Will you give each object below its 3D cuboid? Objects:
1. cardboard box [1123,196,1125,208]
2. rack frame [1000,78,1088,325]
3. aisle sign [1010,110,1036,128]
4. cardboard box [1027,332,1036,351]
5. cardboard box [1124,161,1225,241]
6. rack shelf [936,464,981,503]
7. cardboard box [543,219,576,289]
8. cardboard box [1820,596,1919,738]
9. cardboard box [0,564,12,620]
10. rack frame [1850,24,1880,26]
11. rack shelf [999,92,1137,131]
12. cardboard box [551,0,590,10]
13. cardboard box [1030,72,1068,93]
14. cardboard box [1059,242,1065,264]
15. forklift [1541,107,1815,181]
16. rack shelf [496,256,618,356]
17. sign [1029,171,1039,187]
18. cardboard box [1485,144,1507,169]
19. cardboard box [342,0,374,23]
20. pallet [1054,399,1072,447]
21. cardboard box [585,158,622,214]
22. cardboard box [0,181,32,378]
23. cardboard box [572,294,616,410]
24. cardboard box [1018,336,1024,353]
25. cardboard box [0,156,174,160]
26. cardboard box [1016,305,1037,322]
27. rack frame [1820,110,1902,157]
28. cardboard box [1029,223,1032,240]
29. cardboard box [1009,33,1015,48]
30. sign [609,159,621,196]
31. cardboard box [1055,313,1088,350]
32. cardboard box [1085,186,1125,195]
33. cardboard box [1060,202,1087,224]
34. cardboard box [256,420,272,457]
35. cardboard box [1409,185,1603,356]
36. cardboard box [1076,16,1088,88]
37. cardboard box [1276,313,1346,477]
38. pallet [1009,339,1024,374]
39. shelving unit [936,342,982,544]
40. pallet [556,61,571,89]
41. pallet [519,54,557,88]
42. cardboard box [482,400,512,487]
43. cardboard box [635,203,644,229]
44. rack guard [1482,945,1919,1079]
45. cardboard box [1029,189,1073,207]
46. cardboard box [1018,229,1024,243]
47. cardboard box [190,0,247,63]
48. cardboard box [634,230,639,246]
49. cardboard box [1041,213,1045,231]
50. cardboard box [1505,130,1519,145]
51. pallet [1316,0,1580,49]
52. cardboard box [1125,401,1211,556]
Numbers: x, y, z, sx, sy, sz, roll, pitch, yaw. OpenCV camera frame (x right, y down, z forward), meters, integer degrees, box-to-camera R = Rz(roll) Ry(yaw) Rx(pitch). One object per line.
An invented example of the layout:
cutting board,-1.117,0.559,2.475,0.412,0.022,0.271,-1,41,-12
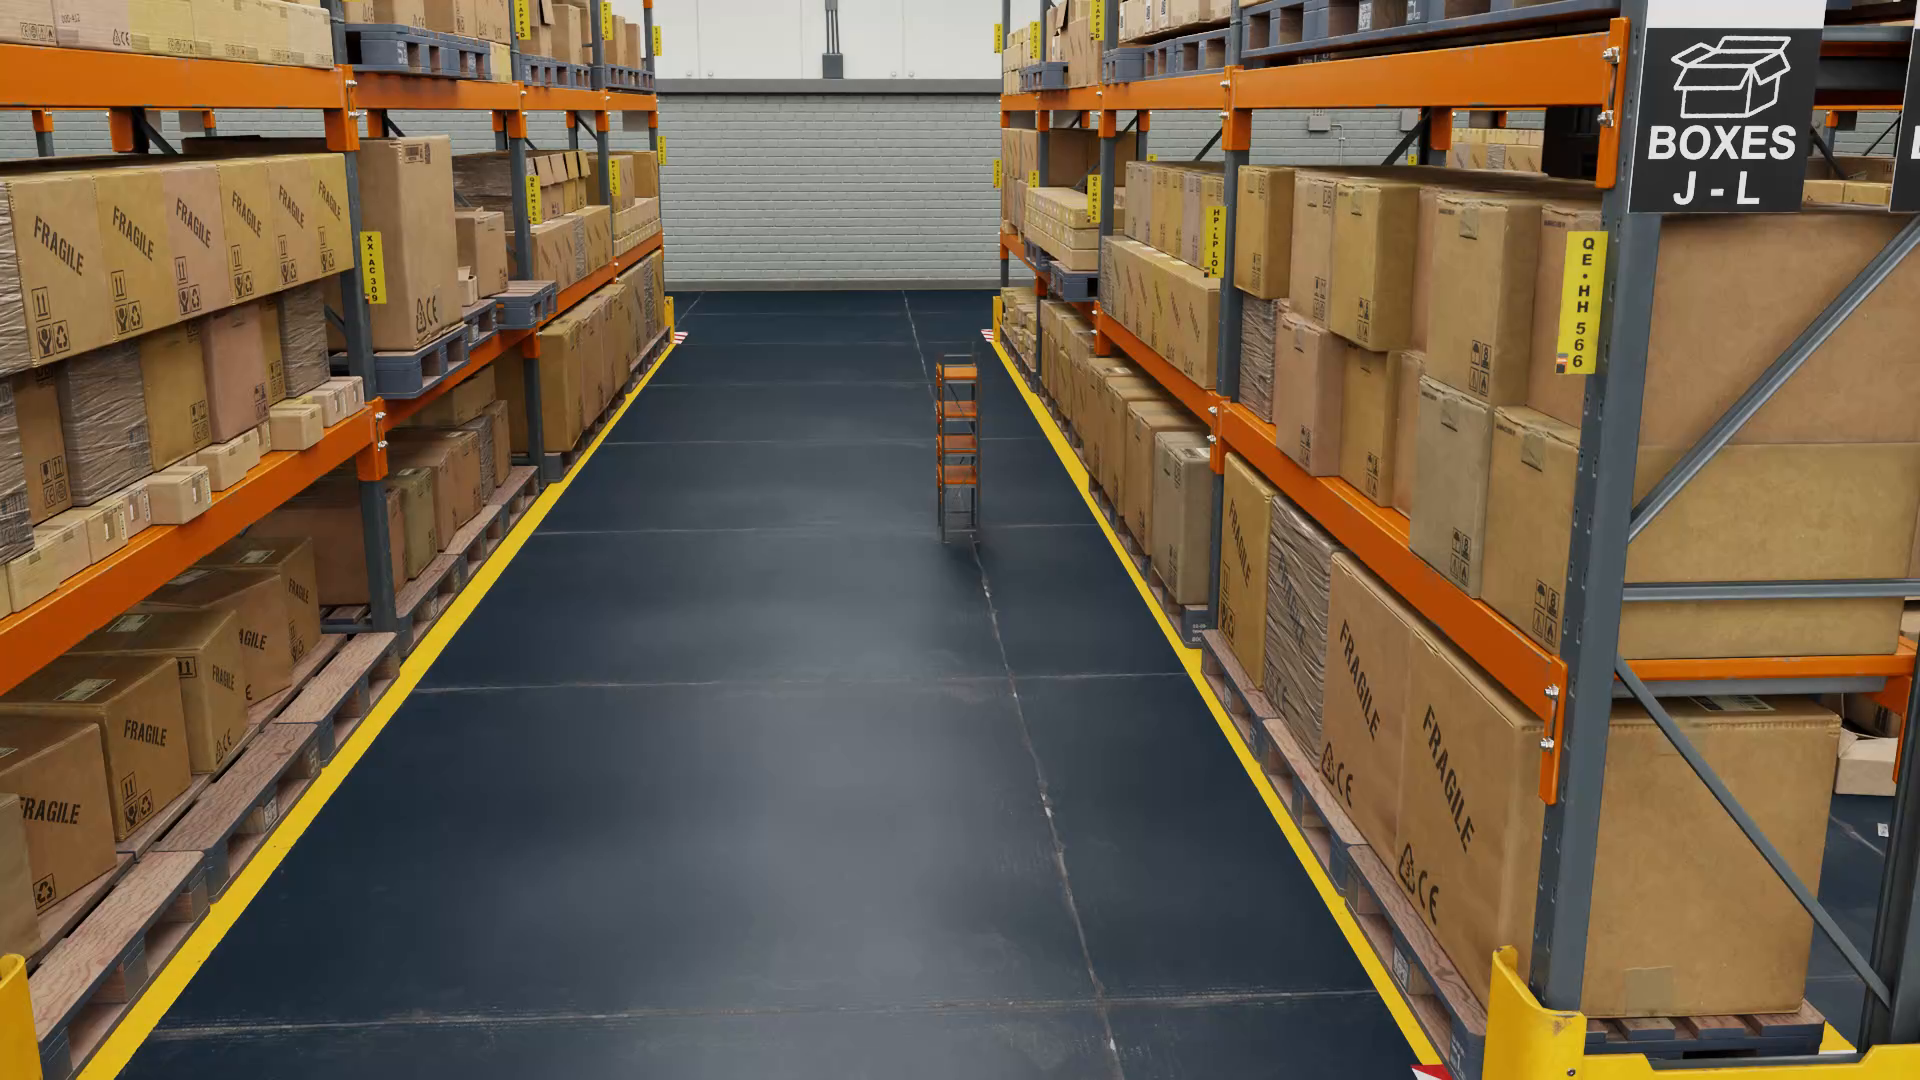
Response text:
cardboard box,1.548,-2.739,13.621,0.380,0.149,0.250,-1,14,-4
rack frame,0.982,-3.852,19.478,1.000,3.000,0.127,-1,14,-3
aisle sign,0.678,-5.125,19.207,0.394,0.787,0.004,-1,14,-3
cardboard box,0.864,-1.965,16.424,0.380,0.149,0.250,-2,15,-6
cardboard box,1.496,-2.283,11.174,0.700,0.500,0.500,-1,14,-4
rack shelf,-0.010,-0.365,10.603,0.258,0.148,0.480,-1,14,-3
cardboard box,-3.307,-2.240,13.013,0.500,0.500,0.500,-1,14,-4
cardboard box,4.206,0.539,7.151,0.797,0.637,0.503,-1,14,-3
cardboard box,-2.759,0.163,4.377,0.380,0.149,0.250,-1,14,-3
rack frame,6.412,-4.869,11.393,1.000,3.000,0.127,-1,14,-3
rack shelf,1.106,-4.459,17.261,1.077,0.370,4.000,-1,14,-3
cardboard box,-3.779,-5.156,15.777,0.500,0.250,0.500,-2,15,-7
cardboard box,0.930,-4.355,15.715,0.500,0.250,0.500,-1,14,-2
cardboard box,0.958,-2.186,12.663,0.380,0.149,0.250,-1,14,-2
forklift,4.178,-1.345,9.872,1.130,2.935,3.031,-5,15,-19
rack shelf,-3.603,-1.960,13.569,1.077,0.370,4.000,-1,14,-3
sign,0.689,-3.266,15.464,0.100,0.325,0.005,-1,14,-3
cardboard box,5.795,-3.857,17.292,0.500,0.500,0.500,-1,14,-3
cardboard box,-3.161,-2.641,7.701,0.797,0.503,0.637,-2,15,-6
pallet,1.358,-1.009,14.025,1.003,0.211,1.213,-1,14,-3
cardboard box,-3.501,-3.364,15.779,0.500,0.500,0.500,-1,14,-3
cardboard box,-2.745,-0.639,4.187,0.500,0.500,0.500,-1,14,-3
cardboard box,-3.611,-1.599,14.143,1.225,0.875,0.875,-1,14,-5
cardboard box,0.801,-2.030,17.274,0.380,0.149,0.250,-1,14,-4
cardboard box,-3.425,-1.253,6.572,0.500,0.500,0.500,-1,14,-3
cardboard box,0.794,-2.376,17.425,0.380,0.149,0.250,-1,14,-5
rack frame,10.870,-4.031,20.175,1.000,3.000,0.127,-1,14,-3
cardboard box,0.818,-2.765,14.915,0.380,0.149,0.250,-1,14,-3
cardboard box,0.731,-5.391,17.935,0.380,0.149,0.250,-1,14,-3
sign,-3.186,-3.339,15.320,0.100,0.325,0.005,-1,14,-3
cardboard box,1.075,-1.766,14.040,0.500,0.250,0.500,0,14,-1
cardboard box,1.451,-3.177,16.056,0.500,0.500,0.500,-1,14,-4
cardboard box,0.960,-2.475,12.593,0.380,0.149,0.250,0,14,-2
cardboard box,-2.952,-0.396,6.548,0.380,0.149,0.250,-1,14,-3
cardboard box,1.964,-0.838,5.296,0.875,0.550,0.550,-1,14,-3
cardboard box,1.145,-3.626,12.379,0.500,0.500,0.500,-1,14,-3
cardboard box,1.733,-0.576,6.445,0.875,0.550,0.550,-1,14,-3
pallet,1.074,-1.978,17.789,1.003,0.211,1.213,-1,14,-3
shelving unit,-0.010,-0.622,10.537,0.258,1.200,0.503,-1,14,-3
pallet,-3.644,-3.610,12.895,1.003,0.211,1.213,0,14,-1
pallet,-3.572,-3.332,11.815,1.213,0.211,1.003,0,14,-1
cardboard box,-3.418,-0.647,11.156,0.700,0.500,0.500,-2,15,-6
cardboard box,-3.581,-3.374,17.322,0.500,0.250,0.500,-1,14,-3
rack guard,1.975,1.344,4.301,1.175,0.500,0.348,-1,14,-3
cardboard box,0.819,-3.053,14.839,0.380,0.149,0.250,0,14,-2
cardboard box,0.810,-3.191,17.412,0.380,0.149,0.250,-1,14,-2
cardboard box,-2.884,-1.830,5.902,0.500,0.250,0.500,-1,14,-4
cardboard box,-3.494,-3.085,17.002,0.380,0.149,0.250,-1,14,-3
cardboard box,0.881,-2.652,13.878,0.380,0.149,0.250,-1,14,-4
cardboard box,5.829,-4.131,17.054,0.380,0.149,0.250,-1,14,-4
pallet,1.838,-1.771,5.549,1.003,0.211,1.213,-1,14,-3
cardboard box,1.541,-0.375,9.635,1.050,0.750,0.750,-1,14,-3
